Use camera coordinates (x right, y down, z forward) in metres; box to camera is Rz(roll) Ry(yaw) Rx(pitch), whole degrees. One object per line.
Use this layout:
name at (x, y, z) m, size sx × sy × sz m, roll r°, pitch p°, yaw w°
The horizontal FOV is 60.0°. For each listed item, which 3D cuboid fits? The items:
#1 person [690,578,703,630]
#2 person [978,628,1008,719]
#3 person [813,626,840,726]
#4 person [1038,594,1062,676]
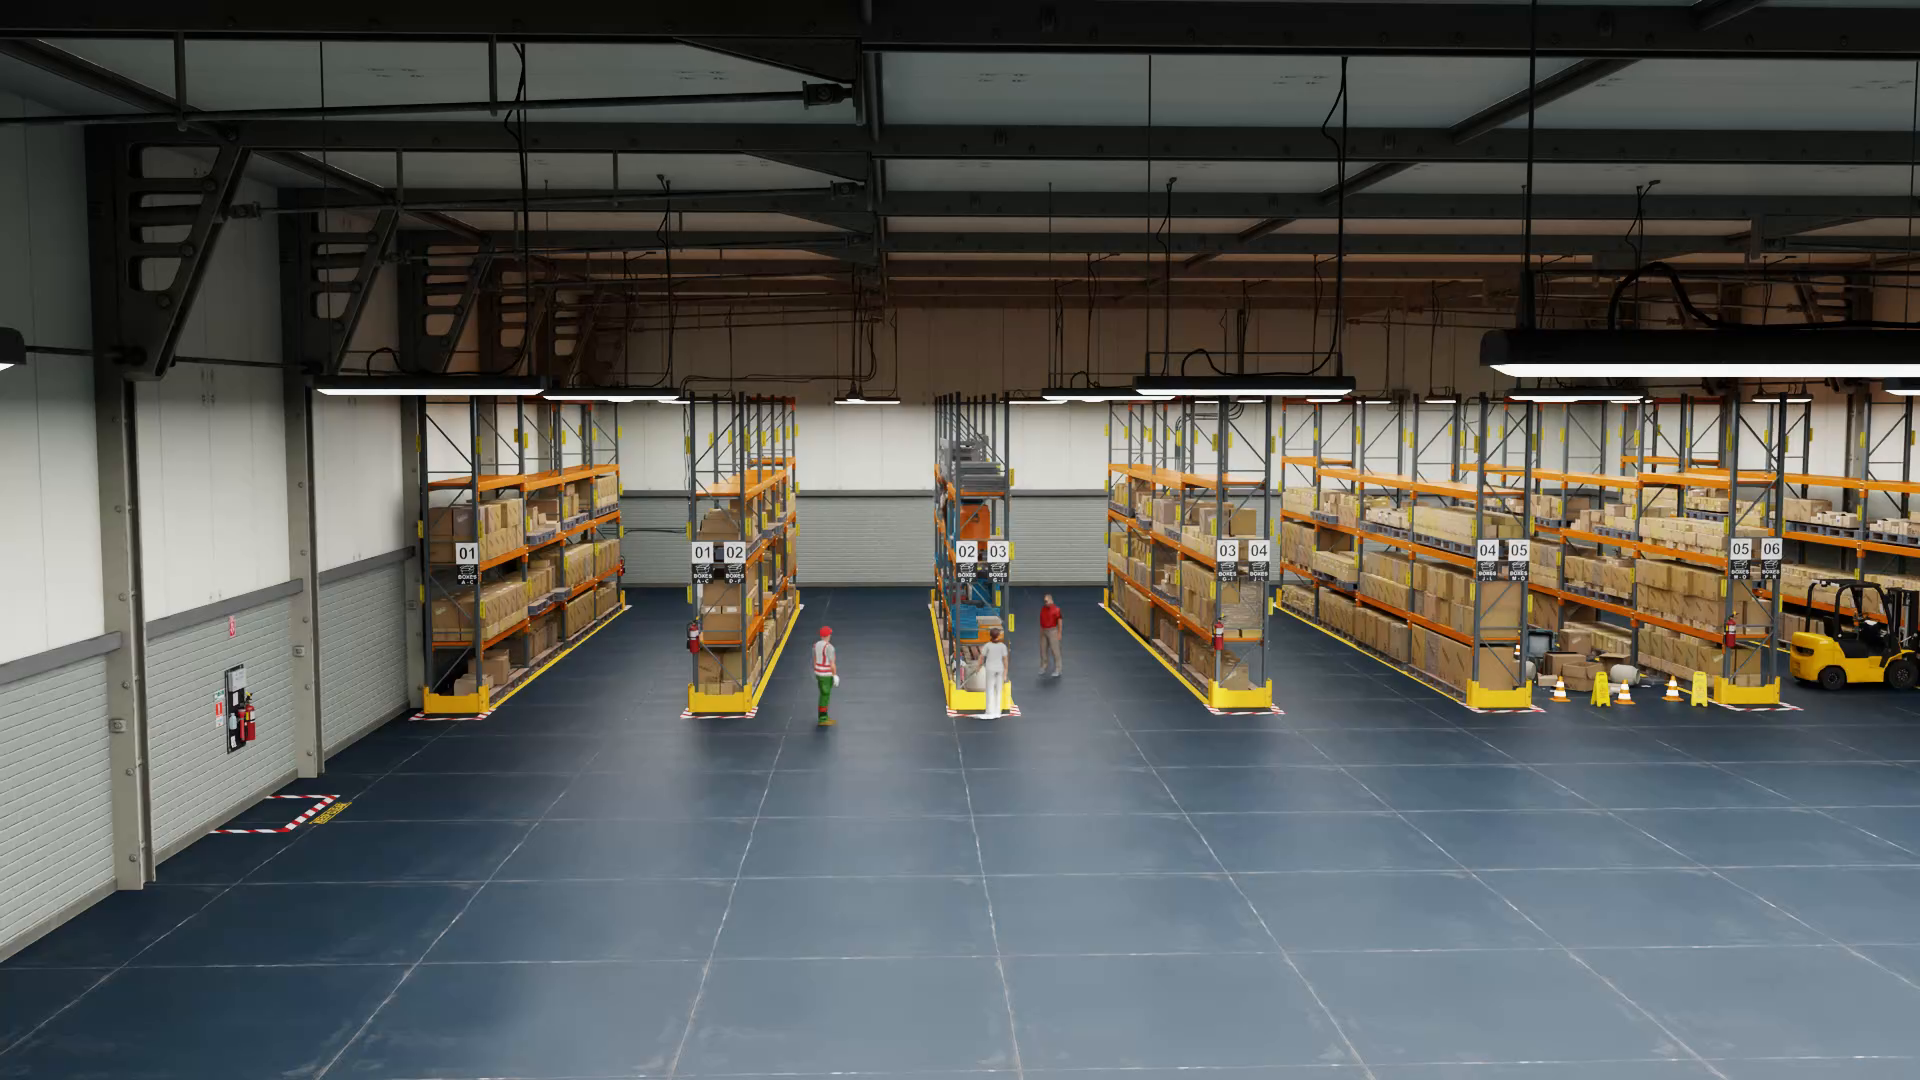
person at (-6.538, 1.466, 42.326) m, size 0.713 × 1.718 × 1.056 m, roll 0°, pitch 5°, yaw -3°
person at (0.600, 2.437, 30.539) m, size 0.508 × 1.688 × 0.507 m, roll -1°, pitch 5°, yaw -13°
person at (-2.397, 2.441, 29.930) m, size 0.442 × 1.799 × 0.620 m, roll -2°, pitch 5°, yaw -24°
person at (1.908, 2.014, 35.481) m, size 0.408 × 1.727 × 0.621 m, roll -4°, pitch 6°, yaw -42°
